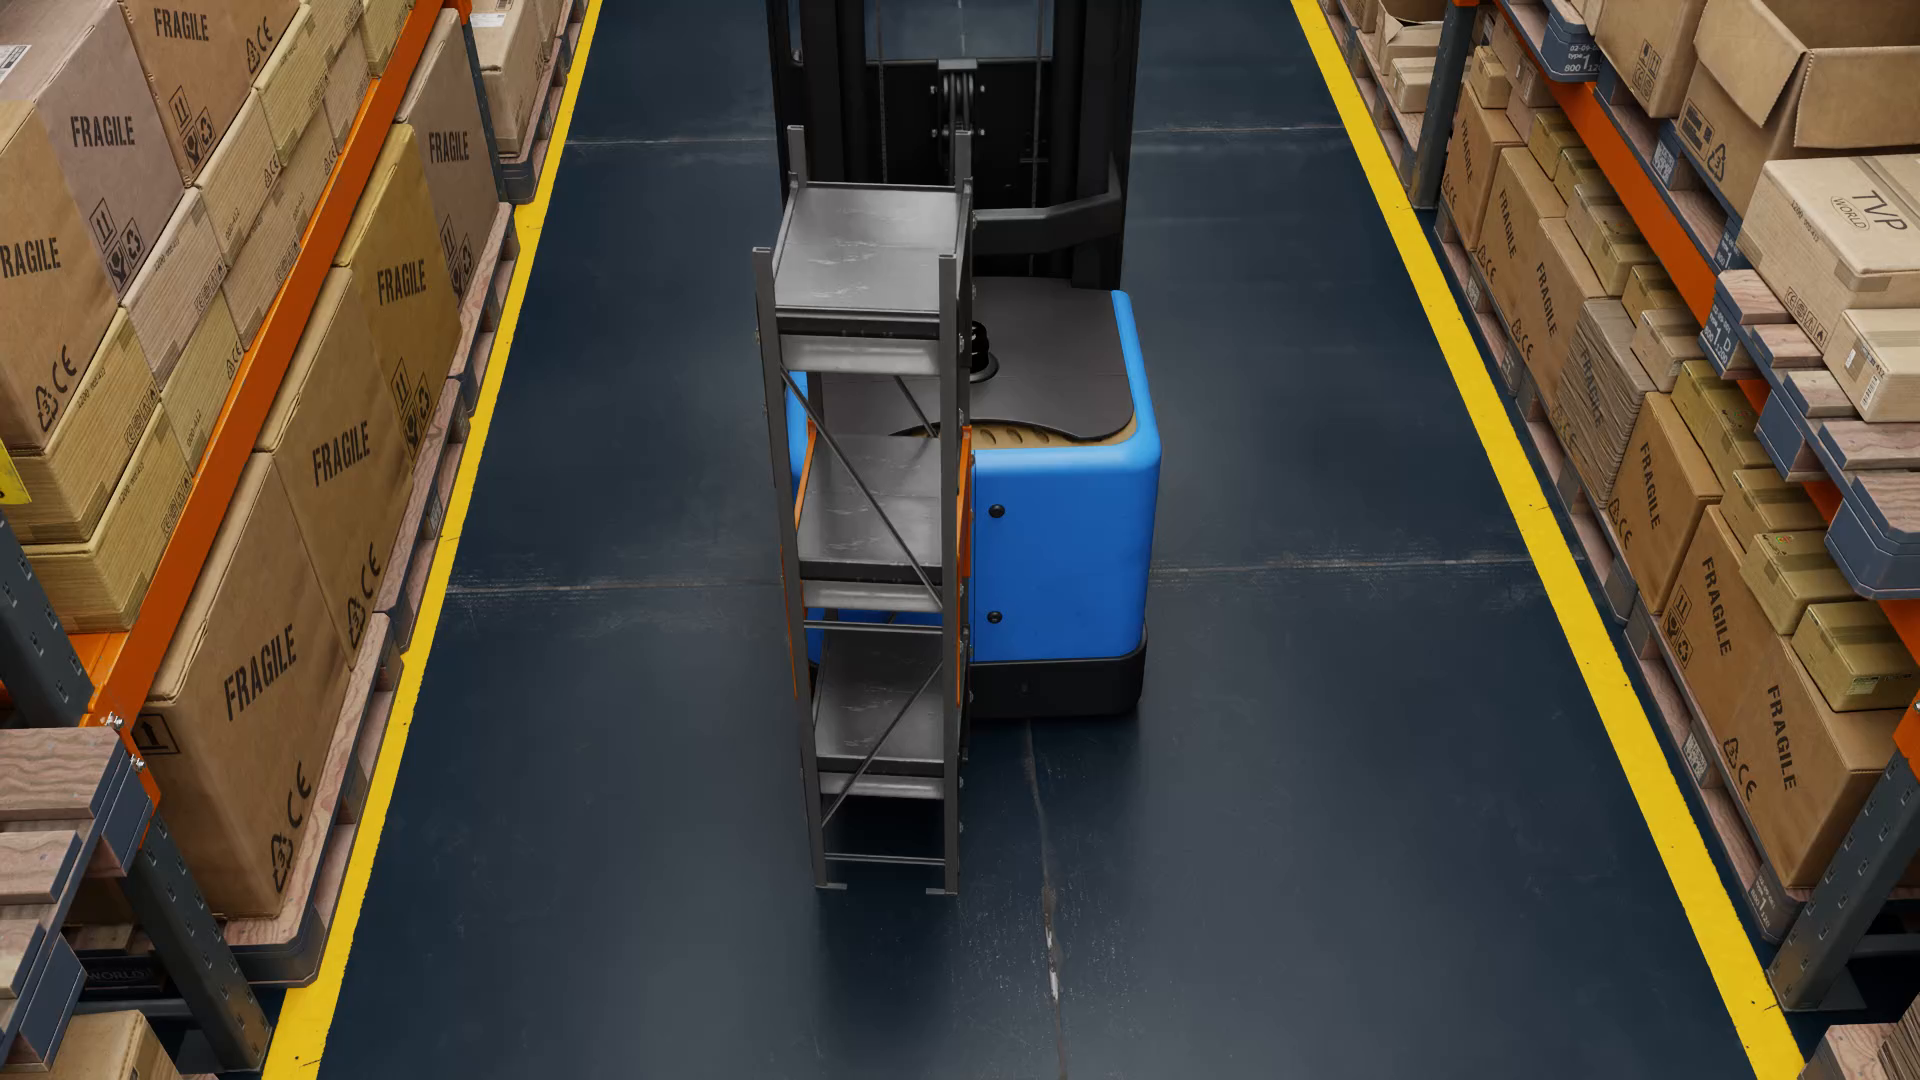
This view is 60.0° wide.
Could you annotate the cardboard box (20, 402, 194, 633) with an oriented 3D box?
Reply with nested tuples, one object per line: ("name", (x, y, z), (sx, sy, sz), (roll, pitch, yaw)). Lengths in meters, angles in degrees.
("cardboard box", (-2.062, -0.049, 3.695), (0.500, 0.250, 0.500), (-2, 43, -3))

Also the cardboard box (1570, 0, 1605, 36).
("cardboard box", (2.173, -1.768, 5.248), (0.396, 0.266, 0.258), (0, 43, 0))

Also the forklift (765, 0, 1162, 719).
("forklift", (-0.030, -1.506, 5.223), (1.130, 2.935, 3.031), (-2, 43, -2))

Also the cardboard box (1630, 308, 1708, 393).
("cardboard box", (2.365, -0.606, 5.251), (0.380, 0.149, 0.250), (-4, 43, -4))

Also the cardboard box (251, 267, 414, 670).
("cardboard box", (-2.272, -0.209, 5.020), (0.875, 0.875, 0.875), (-1, 43, -1))

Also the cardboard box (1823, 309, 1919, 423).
("cardboard box", (2.256, -0.406, 3.849), (0.380, 0.149, 0.250), (-1, 43, -1))

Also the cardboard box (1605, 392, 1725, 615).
("cardboard box", (2.399, -0.116, 5.195), (0.500, 0.500, 0.500), (0, 43, 0))

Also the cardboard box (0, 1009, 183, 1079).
("cardboard box", (-2.278, 1.429, 3.605), (0.950, 0.372, 0.625), (-4, 43, -5))

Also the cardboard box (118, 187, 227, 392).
("cardboard box", (-2.088, -0.594, 3.919), (0.500, 0.250, 0.500), (-1, 43, -1))

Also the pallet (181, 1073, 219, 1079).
("pallet", (-2.260, 1.789, 3.642), (1.003, 0.211, 1.213), (-2, 43, -2))

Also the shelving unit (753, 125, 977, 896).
("shelving unit", (-0.191, 0.047, 4.145), (0.431, 2.100, 0.503), (2, 43, 3))

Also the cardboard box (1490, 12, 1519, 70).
("cardboard box", (2.307, -1.946, 6.492), (0.380, 0.149, 0.250), (-2, 43, -3))

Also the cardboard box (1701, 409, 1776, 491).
("cardboard box", (2.417, -0.252, 4.864), (0.380, 0.149, 0.250), (0, 43, -1))

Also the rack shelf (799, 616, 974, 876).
("rack shelf", (-0.191, 0.573, 4.627), (0.431, 0.518, 0.480), (2, 43, 3))

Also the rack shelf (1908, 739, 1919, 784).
("rack shelf", (2.752, 1.704, 2.204), (1.077, 0.370, 4.000), (-2, 43, -2))

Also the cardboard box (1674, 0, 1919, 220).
("cardboard box", (2.413, -1.201, 4.453), (0.797, 0.503, 0.637), (-3, 43, -3))

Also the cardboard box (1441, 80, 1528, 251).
("cardboard box", (2.293, -1.512, 6.719), (0.500, 0.500, 0.500), (0, 43, 0))

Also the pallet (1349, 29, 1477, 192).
("pallet", (2.469, -2.048, 7.828), (1.003, 0.211, 1.213), (-2, 43, -2))

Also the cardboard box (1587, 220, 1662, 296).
("cardboard box", (2.365, -0.955, 5.631), (0.380, 0.149, 0.250), (0, 43, 0))

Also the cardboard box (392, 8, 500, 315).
("cardboard box", (-2.356, -1.422, 6.344), (0.875, 0.875, 0.875), (0, 43, 0))

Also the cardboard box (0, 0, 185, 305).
("cardboard box", (-2.099, -0.847, 3.640), (0.500, 0.500, 0.500), (-1, 43, -2))

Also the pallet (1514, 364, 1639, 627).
("pallet", (2.624, -0.210, 5.823), (1.003, 0.211, 1.213), (-2, 43, -2))

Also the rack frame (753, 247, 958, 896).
("rack frame", (-0.207, 0.211, 3.965), (0.400, 2.100, 0.015), (2, 43, 3))

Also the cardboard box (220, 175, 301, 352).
("cardboard box", (-2.117, -0.750, 4.459), (0.500, 0.250, 0.500), (0, 43, 0))

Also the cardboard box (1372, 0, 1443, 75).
("cardboard box", (2.165, -2.368, 7.826), (0.396, 0.266, 0.258), (0, 43, 0))

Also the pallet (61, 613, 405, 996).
("pallet", (-2.250, 0.727, 4.801), (1.003, 0.211, 1.213), (-2, 43, -2))

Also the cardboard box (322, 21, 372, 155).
("cardboard box", (-2.168, -1.431, 5.202), (0.500, 0.250, 0.500), (-3, 43, -3))

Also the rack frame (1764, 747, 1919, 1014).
("rack frame", (2.667, 0.088, 3.434), (1.000, 3.000, 0.127), (-2, 43, -2))

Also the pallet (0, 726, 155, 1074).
("pallet", (-2.155, 0.782, 2.819), (1.213, 0.211, 1.003), (-2, 43, -2))

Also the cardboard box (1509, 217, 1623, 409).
("cardboard box", (2.342, -0.816, 5.960), (0.500, 0.500, 0.500), (-3, 43, -3))

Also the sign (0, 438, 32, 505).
("sign", (-1.750, -0.186, 2.935), (0.100, 0.325, 0.005), (-2, 43, -2))

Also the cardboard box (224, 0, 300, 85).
("cardboard box", (-2.124, -1.537, 4.393), (0.500, 0.500, 0.500), (-1, 43, -1))

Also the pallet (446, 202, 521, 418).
("pallet", (-2.354, -0.920, 6.598), (1.003, 0.211, 1.213), (-2, 43, -2))

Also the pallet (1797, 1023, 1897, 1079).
("pallet", (2.663, 1.673, 3.768), (1.003, 0.211, 1.213), (-2, 43, -2))

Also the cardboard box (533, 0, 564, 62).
("cardboard box", (-2.420, -2.709, 8.071), (0.875, 0.438, 0.875), (-3, 43, -3))

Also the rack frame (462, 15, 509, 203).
("rack frame", (-2.462, -2.467, 6.222), (1.000, 3.000, 0.127), (-2, 43, -2))

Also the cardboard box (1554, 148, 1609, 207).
("cardboard box", (2.383, -1.292, 5.999), (0.380, 0.149, 0.250), (-2, 43, -3))

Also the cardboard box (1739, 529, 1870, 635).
("cardboard box", (2.350, 0.106, 4.473), (0.380, 0.149, 0.250), (-4, 43, -4))

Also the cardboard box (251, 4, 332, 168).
("cardboard box", (-2.105, -1.273, 4.660), (0.500, 0.250, 0.500), (-1, 43, -1))

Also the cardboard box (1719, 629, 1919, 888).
("cardboard box", (2.434, 0.576, 4.441), (0.500, 0.500, 0.500), (-1, 43, -1))

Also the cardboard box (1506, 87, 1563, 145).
("cardboard box", (2.335, -1.650, 6.389), (0.380, 0.149, 0.250), (-3, 43, -3))

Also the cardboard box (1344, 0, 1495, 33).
("cardboard box", (2.300, -2.851, 8.180), (0.700, 0.500, 0.500), (-3, 43, -3))

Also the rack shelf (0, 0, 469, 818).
("rack shelf", (-2.377, -0.852, 4.992), (1.077, 0.370, 4.000), (-2, 43, -2))

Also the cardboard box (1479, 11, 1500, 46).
("cardboard box", (2.705, -2.228, 7.640), (0.500, 0.311, 0.500), (0, 43, 0))

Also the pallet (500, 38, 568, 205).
("pallet", (-2.416, -1.955, 7.726), (1.003, 0.211, 1.213), (-2, 43, -2))

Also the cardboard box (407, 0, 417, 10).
("cardboard box", (-2.191, -2.116, 5.950), (0.500, 0.250, 0.500), (-3, 43, -3))
